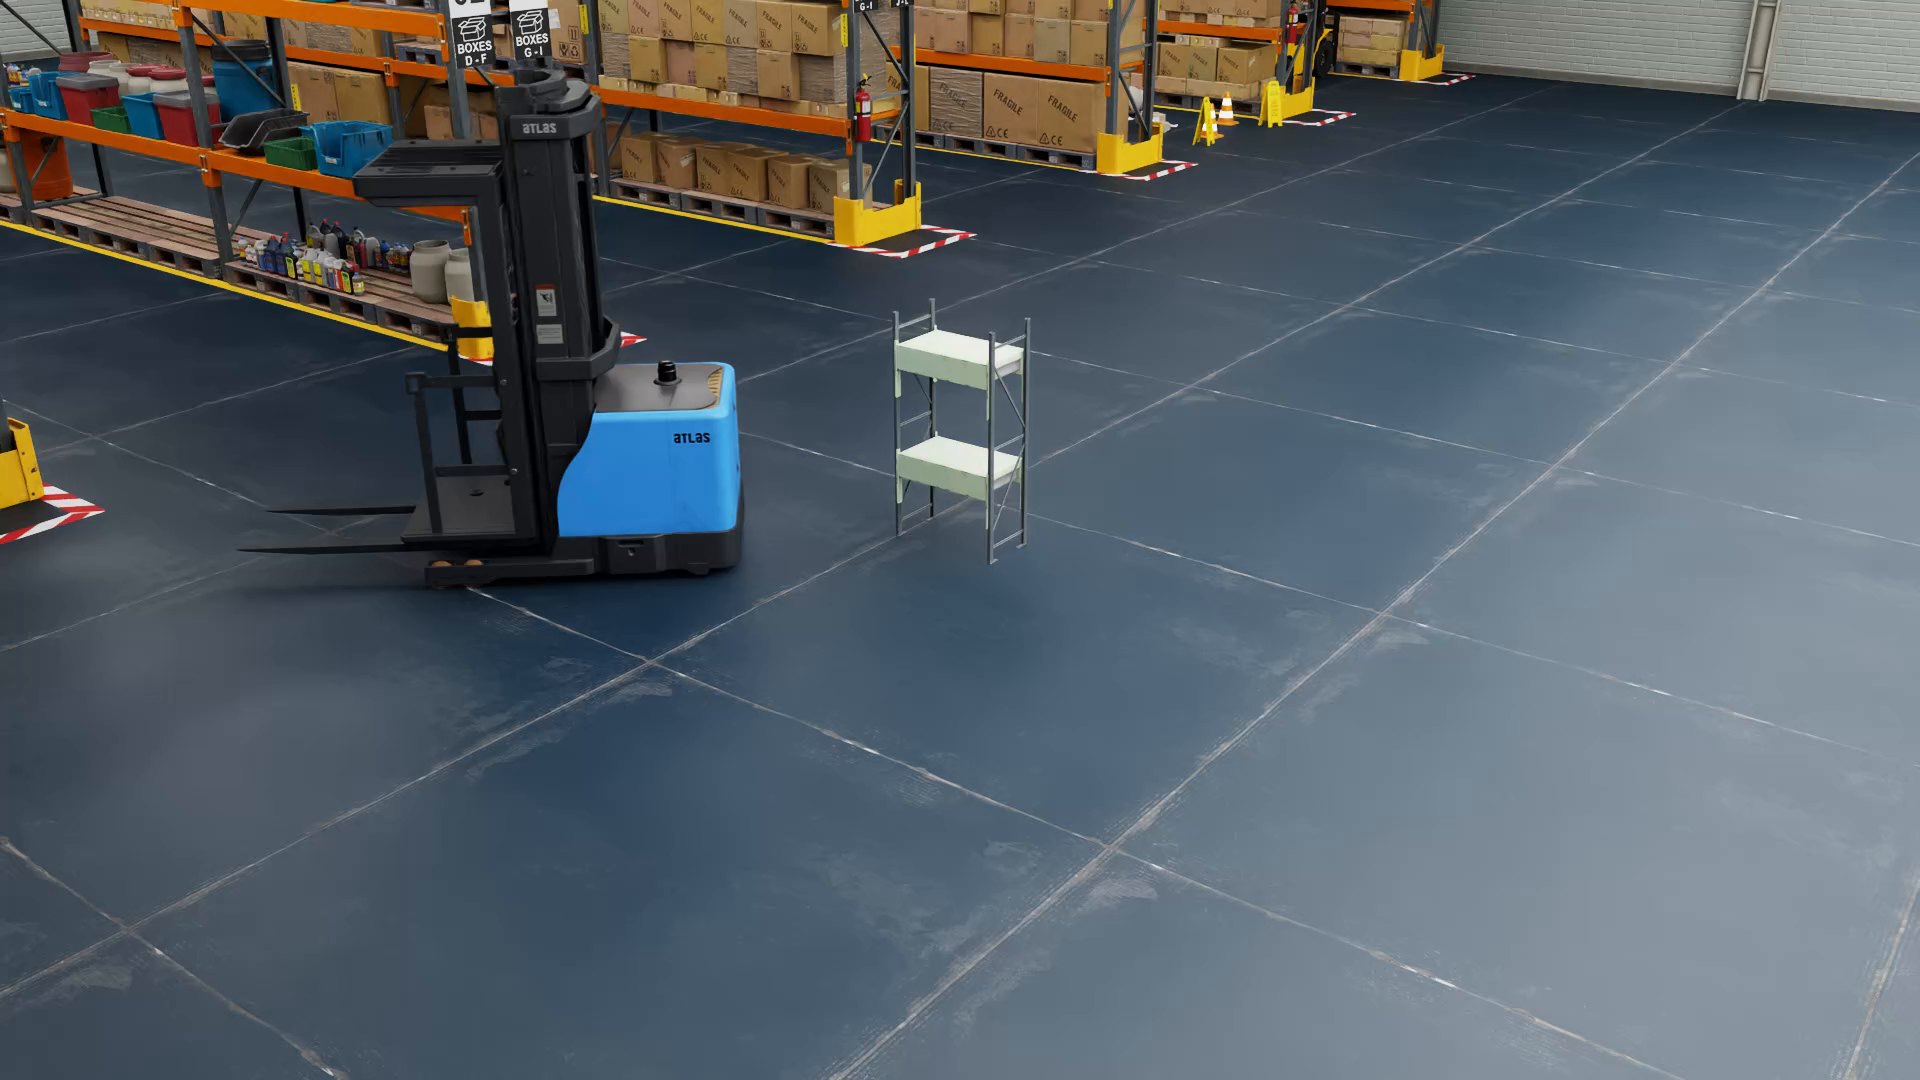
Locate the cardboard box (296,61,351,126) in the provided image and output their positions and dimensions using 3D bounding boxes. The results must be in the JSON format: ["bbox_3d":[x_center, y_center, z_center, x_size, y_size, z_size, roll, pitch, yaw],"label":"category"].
[{"bbox_3d":[-8.489,-6.281,23.399,0.875,0.875,1.225,17,29,33],"label":"cardboard box"}]

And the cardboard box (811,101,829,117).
[{"bbox_3d":[-1.391,-4.683,17.970,0.250,0.149,0.380,17,29,33],"label":"cardboard box"}]

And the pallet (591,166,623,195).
[{"bbox_3d":[-4.664,-4.614,20.960,1.213,0.211,1.003,17,29,33],"label":"pallet"}]

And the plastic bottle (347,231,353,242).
[{"bbox_3d":[-6.014,-2.927,16.497,0.133,0.283,0.061,19,30,37],"label":"plastic bottle"}]

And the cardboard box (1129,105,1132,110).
[{"bbox_3d":[2.180,-6.398,24.646,0.637,0.503,0.797,-1,24,-3],"label":"cardboard box"}]

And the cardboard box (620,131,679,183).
[{"bbox_3d":[-3.744,-4.641,20.142,0.500,0.500,0.500,16,28,32],"label":"cardboard box"}]

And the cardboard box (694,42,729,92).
[{"bbox_3d":[-2.502,-5.400,18.793,0.500,0.500,0.875,17,29,33],"label":"cardboard box"}]

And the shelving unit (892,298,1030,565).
[{"bbox_3d":[0.005,-0.685,10.444,0.755,1.500,0.431,17,29,33],"label":"shelving unit"}]

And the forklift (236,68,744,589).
[{"bbox_3d":[-2.908,-1.267,9.989,3.031,2.935,1.130,-2,24,-4],"label":"forklift"}]

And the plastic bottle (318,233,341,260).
[{"bbox_3d":[-6.238,-2.896,16.435,0.135,0.276,0.152,17,29,33],"label":"plastic bottle"}]

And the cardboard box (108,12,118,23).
[{"bbox_3d":[-12.936,-8.111,25.749,0.250,0.149,0.380,16,29,33],"label":"cardboard box"}]

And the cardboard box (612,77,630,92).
[{"bbox_3d":[-3.856,-5.373,19.537,0.250,0.149,0.380,17,29,33],"label":"cardboard box"}]

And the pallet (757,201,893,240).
[{"bbox_3d":[-1.529,-3.685,18.852,1.213,0.211,1.003,17,29,33],"label":"pallet"}]

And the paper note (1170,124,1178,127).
[{"bbox_3d":[3.154,-6.160,24.693,0.142,0.019,0.148,7,25,15],"label":"paper note"}]

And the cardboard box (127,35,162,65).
[{"bbox_3d":[-12.354,-7.475,26.109,0.875,0.875,0.875,17,29,33],"label":"cardboard box"}]

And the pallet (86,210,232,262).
[{"bbox_3d":[-8.643,-3.300,17.978,1.213,0.211,1.003,17,29,33],"label":"pallet"}]

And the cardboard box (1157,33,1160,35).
[{"bbox_3d":[2.946,-7.998,27.141,0.500,0.500,0.500,17,29,34],"label":"cardboard box"}]

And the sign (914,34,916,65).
[{"bbox_3d":[-0.514,-5.306,17.999,0.005,0.325,0.100,17,29,33],"label":"sign"}]

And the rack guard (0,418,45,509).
[{"bbox_3d":[-6.765,-0.390,11.015,0.348,0.500,1.175,17,29,33],"label":"rack guard"}]

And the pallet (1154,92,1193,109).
[{"bbox_3d":[3.442,-7.178,26.778,1.213,0.211,1.003,17,29,33],"label":"pallet"}]

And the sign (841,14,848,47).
[{"bbox_3d":[-1.188,-5.235,17.083,0.005,0.325,0.100,17,29,33],"label":"sign"}]

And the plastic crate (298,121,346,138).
[{"bbox_3d":[-5.962,-3.856,15.966,0.616,0.251,0.499,17,29,33],"label":"plastic crate"}]

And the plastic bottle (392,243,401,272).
[{"bbox_3d":[-5.428,-2.736,16.077,0.097,0.271,0.097,0,24,0],"label":"plastic bottle"}]

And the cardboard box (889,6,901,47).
[{"bbox_3d":[-0.682,-7.261,23.324,0.550,0.550,0.875,17,29,33],"label":"cardboard box"}]

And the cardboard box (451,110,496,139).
[{"bbox_3d":[-6.241,-5.441,21.934,0.500,0.500,0.700,14,27,29],"label":"cardboard box"}]

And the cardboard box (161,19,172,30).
[{"bbox_3d":[-11.706,-7.738,24.905,0.250,0.149,0.380,17,29,34],"label":"cardboard box"}]

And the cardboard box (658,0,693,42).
[{"bbox_3d":[-3.032,-5.909,18.708,0.500,0.500,0.500,17,29,33],"label":"cardboard box"}]

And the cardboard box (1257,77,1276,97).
[{"bbox_3d":[4.624,-7.150,26.148,0.500,0.250,0.500,17,29,33],"label":"cardboard box"}]

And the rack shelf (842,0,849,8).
[{"bbox_3d":[-2.440,-6.262,18.414,4.000,0.370,1.077,17,29,33],"label":"rack shelf"}]

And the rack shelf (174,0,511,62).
[{"bbox_3d":[-5.410,-4.664,14.787,4.000,0.370,1.077,17,29,33],"label":"rack shelf"}]

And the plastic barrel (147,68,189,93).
[{"bbox_3d":[-8.232,-4.646,17.405,0.433,0.535,0.433,0,24,0],"label":"plastic barrel"}]

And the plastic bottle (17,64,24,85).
[{"bbox_3d":[-10.999,-5.442,19.525,0.133,0.283,0.061,17,29,33],"label":"plastic bottle"}]

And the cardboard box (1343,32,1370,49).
[{"bbox_3d":[7.106,-8.839,29.360,0.500,0.250,0.500,16,29,33],"label":"cardboard box"}]

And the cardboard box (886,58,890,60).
[{"bbox_3d":[-0.851,-8.717,29.551,0.625,0.372,0.950,15,28,30],"label":"cardboard box"}]

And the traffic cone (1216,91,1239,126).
[{"bbox_3d":[3.986,-6.459,24.836,0.334,0.463,0.336,17,29,33],"label":"traffic cone"}]

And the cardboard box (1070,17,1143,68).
[{"bbox_3d":[1.892,-6.454,21.493,0.550,0.550,0.875,17,29,33],"label":"cardboard box"}]

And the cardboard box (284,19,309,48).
[{"bbox_3d":[-9.004,-7.125,23.076,0.500,0.500,0.500,17,29,34],"label":"cardboard box"}]

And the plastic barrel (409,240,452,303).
[{"bbox_3d":[-4.784,-2.446,15.146,0.421,0.512,0.421,0,24,0],"label":"plastic barrel"}]

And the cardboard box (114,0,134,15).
[{"bbox_3d":[-12.601,-8.222,25.508,0.500,0.250,0.500,16,28,32],"label":"cardboard box"}]

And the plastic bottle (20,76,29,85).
[{"bbox_3d":[-10.794,-5.257,19.206,0.097,0.201,0.097,0,24,0],"label":"plastic bottle"}]

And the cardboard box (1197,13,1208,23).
[{"bbox_3d":[3.870,-8.093,25.709,0.250,0.149,0.380,17,29,34],"label":"cardboard box"}]

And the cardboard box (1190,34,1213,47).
[{"bbox_3d":[3.773,-7.745,25.762,0.250,0.149,0.380,17,29,34],"label":"cardboard box"}]

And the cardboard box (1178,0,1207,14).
[{"bbox_3d":[3.708,-8.401,25.604,0.500,0.500,0.500,17,29,33],"label":"cardboard box"}]

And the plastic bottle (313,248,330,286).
[{"bbox_3d":[-5.974,-2.571,15.604,0.185,0.351,0.144,18,30,35],"label":"plastic bottle"}]

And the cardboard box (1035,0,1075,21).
[{"bbox_3d":[1.447,-7.079,21.571,0.550,0.550,0.875,17,29,33],"label":"cardboard box"}]

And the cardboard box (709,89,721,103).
[{"bbox_3d":[-2.613,-5.034,18.766,0.250,0.149,0.380,17,29,33],"label":"cardboard box"}]

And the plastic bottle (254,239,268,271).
[{"bbox_3d":[-6.744,-2.771,16.152,0.135,0.276,0.152,18,30,35],"label":"plastic bottle"}]

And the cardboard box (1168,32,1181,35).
[{"bbox_3d":[4.453,-9.730,31.537,0.625,0.625,0.875,18,30,36],"label":"cardboard box"}]

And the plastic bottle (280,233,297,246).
[{"bbox_3d":[-6.527,-2.811,16.149,0.185,0.351,0.144,17,29,33],"label":"plastic bottle"}]

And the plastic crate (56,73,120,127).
[{"bbox_3d":[-9.102,-4.611,17.416,0.583,0.464,0.402,17,29,33],"label":"plastic crate"}]

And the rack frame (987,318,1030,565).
[{"bbox_3d":[0.298,-0.596,10.243,0.023,1.500,0.400,17,29,33],"label":"rack frame"}]

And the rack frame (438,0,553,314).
[{"bbox_3d":[-3.810,-3.137,14.149,0.127,3.000,1.000,17,29,33],"label":"rack frame"}]

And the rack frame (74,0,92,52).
[{"bbox_3d":[-13.643,-8.604,26.557,0.127,3.000,1.000,17,29,33],"label":"rack frame"}]
